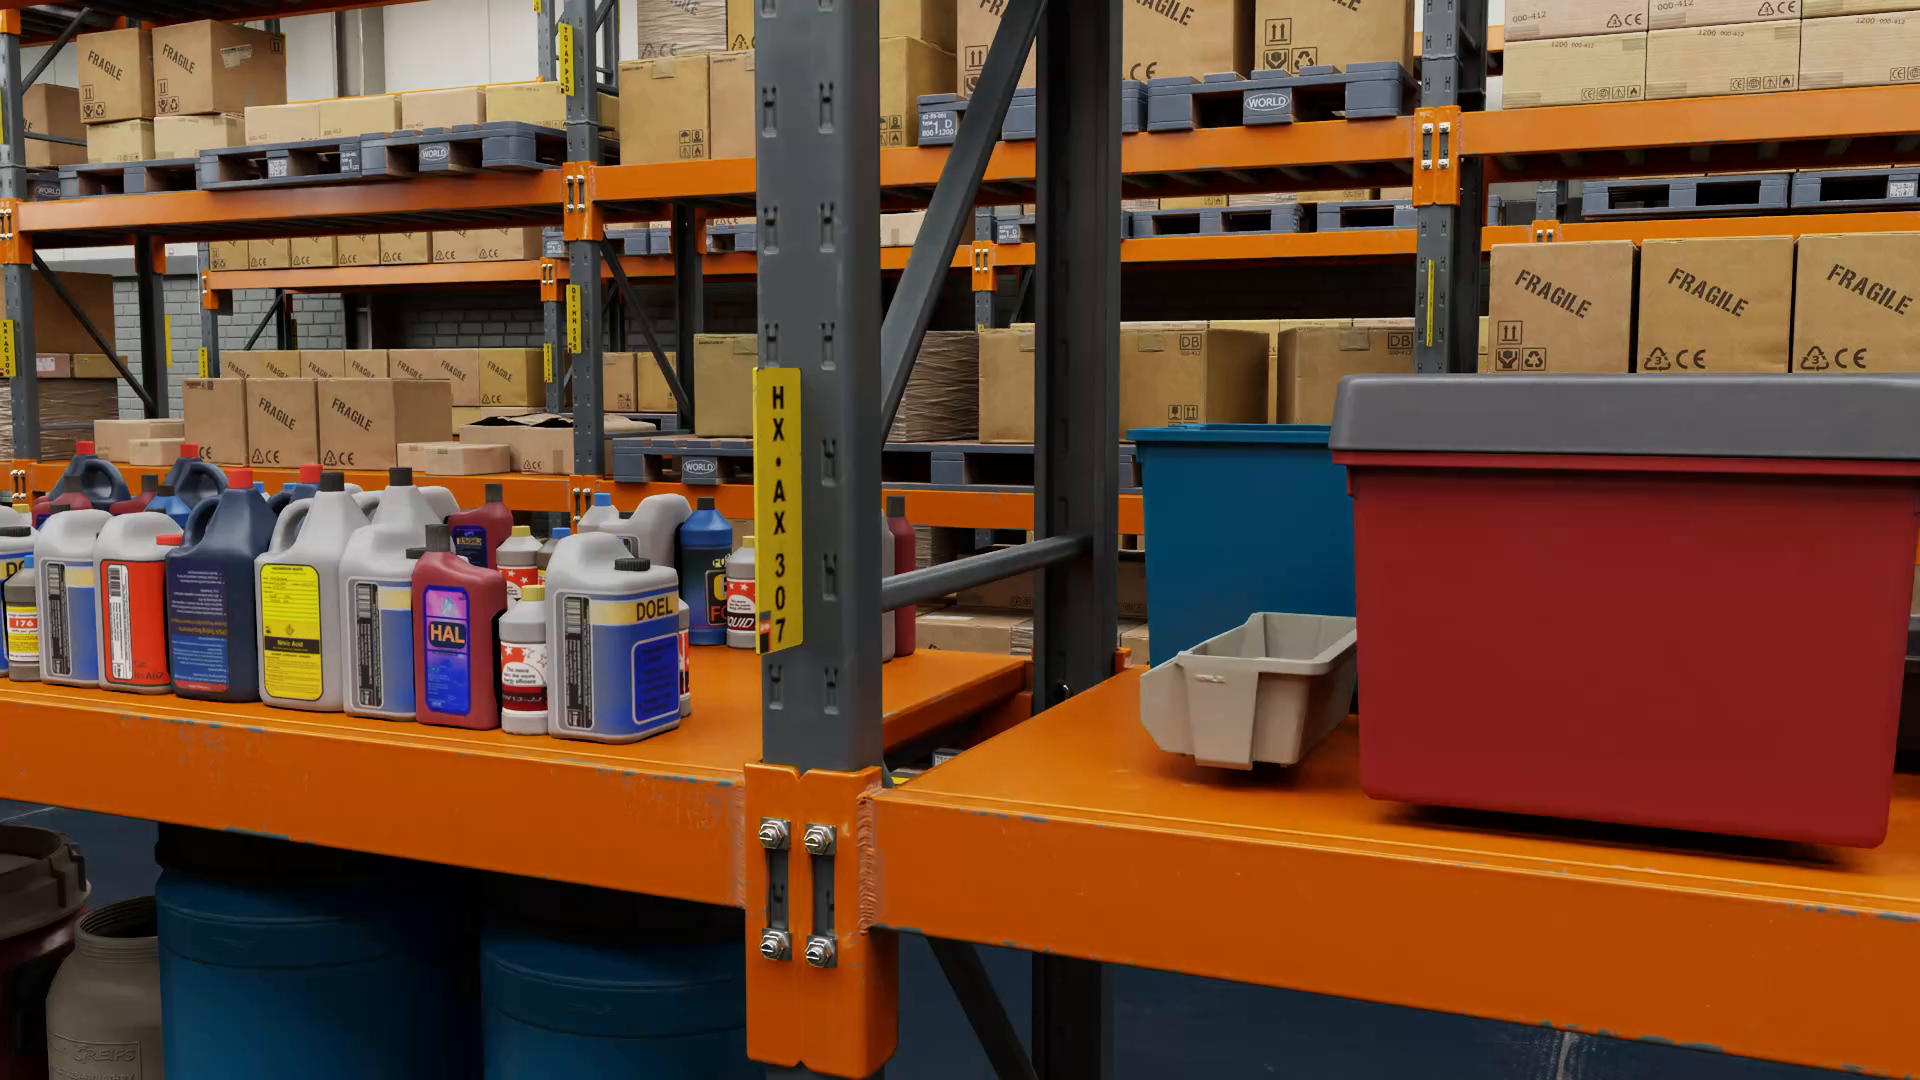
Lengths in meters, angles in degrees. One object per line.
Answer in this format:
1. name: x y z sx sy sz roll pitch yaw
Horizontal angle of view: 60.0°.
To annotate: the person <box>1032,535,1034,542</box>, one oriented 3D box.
1. person: 0.698 -0.143 10.880 0.493 1.782 0.573 2 6 24
